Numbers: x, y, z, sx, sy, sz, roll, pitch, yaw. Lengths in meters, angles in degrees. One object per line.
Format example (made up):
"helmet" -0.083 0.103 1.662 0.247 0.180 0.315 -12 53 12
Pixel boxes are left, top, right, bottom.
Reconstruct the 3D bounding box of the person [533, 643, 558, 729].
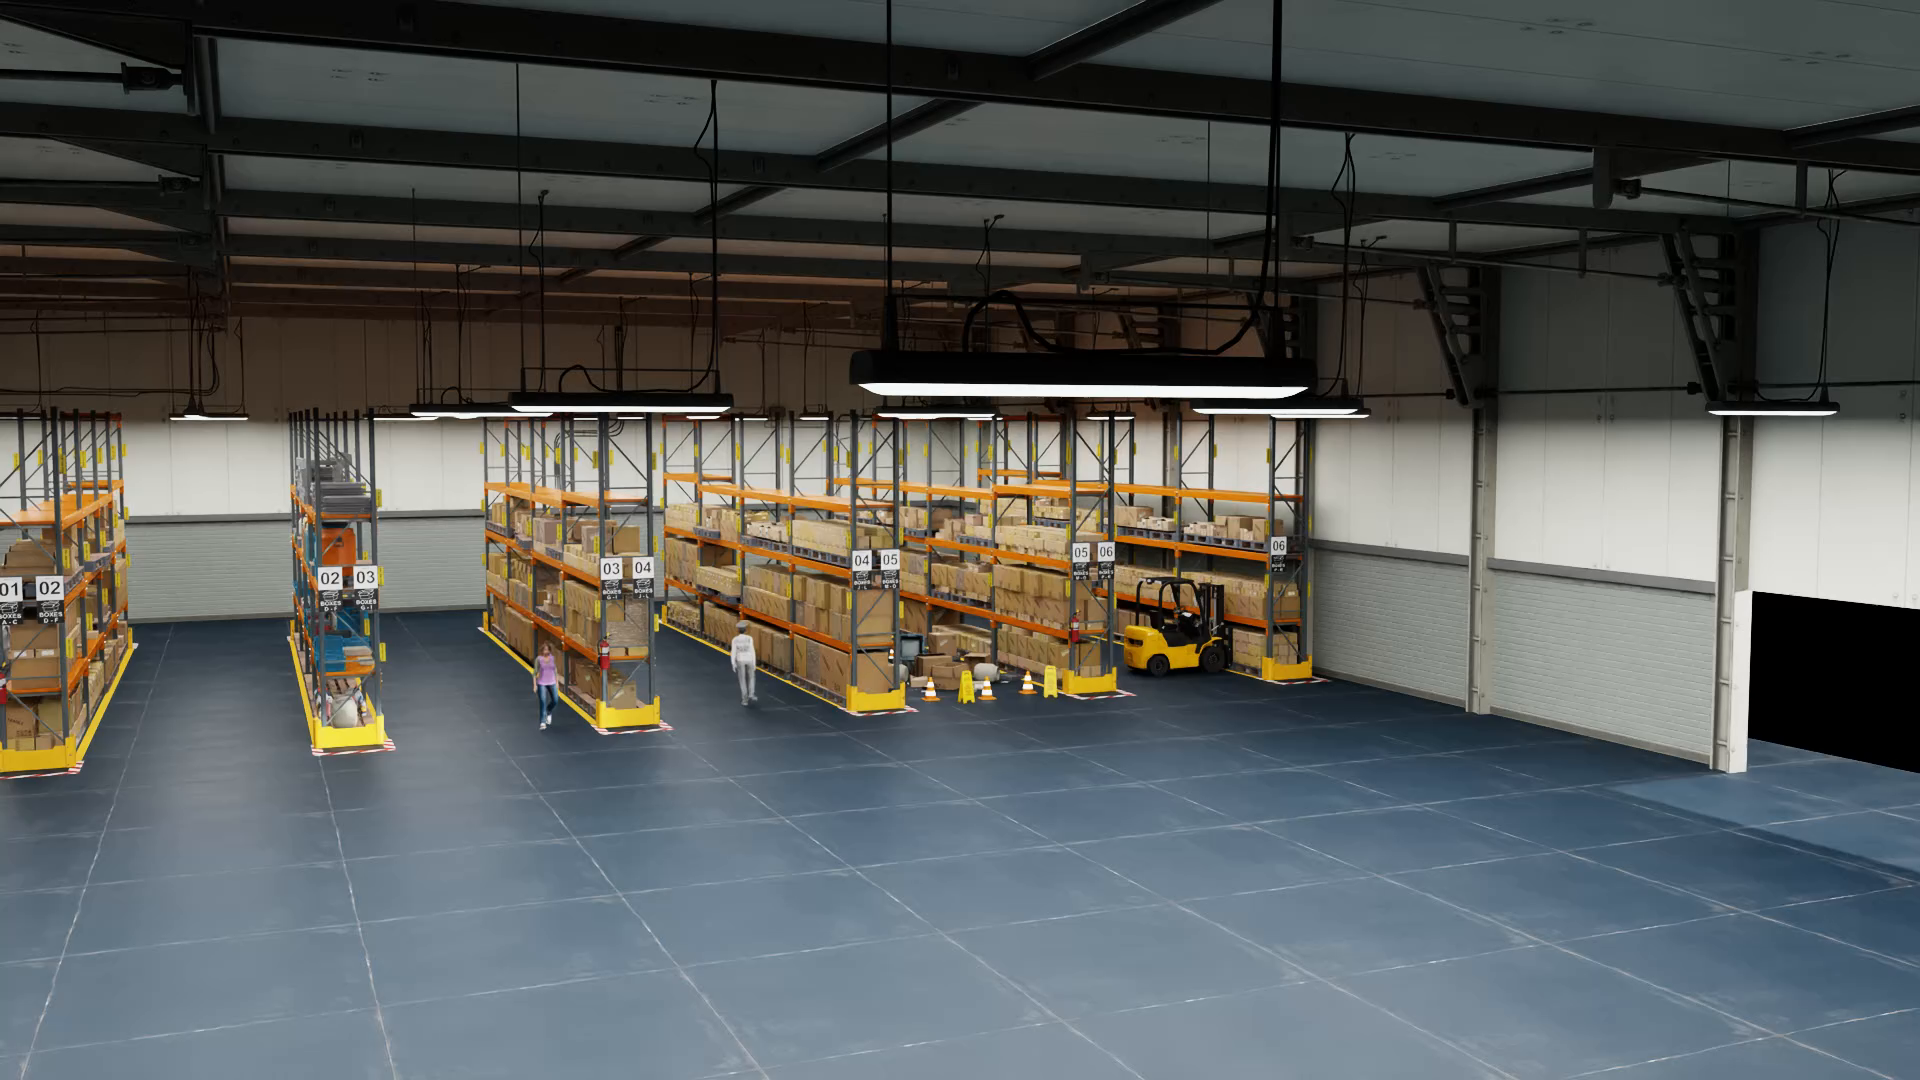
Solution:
"person" -7.796 2.730 31.268 0.482 1.603 0.514 -2 5 -28

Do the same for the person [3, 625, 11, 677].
"person" -20.936 2.367 36.290 0.541 1.658 0.520 -3 5 -35

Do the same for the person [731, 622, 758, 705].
"person" -4.390 2.510 33.832 0.527 1.674 0.479 -1 4 -14
